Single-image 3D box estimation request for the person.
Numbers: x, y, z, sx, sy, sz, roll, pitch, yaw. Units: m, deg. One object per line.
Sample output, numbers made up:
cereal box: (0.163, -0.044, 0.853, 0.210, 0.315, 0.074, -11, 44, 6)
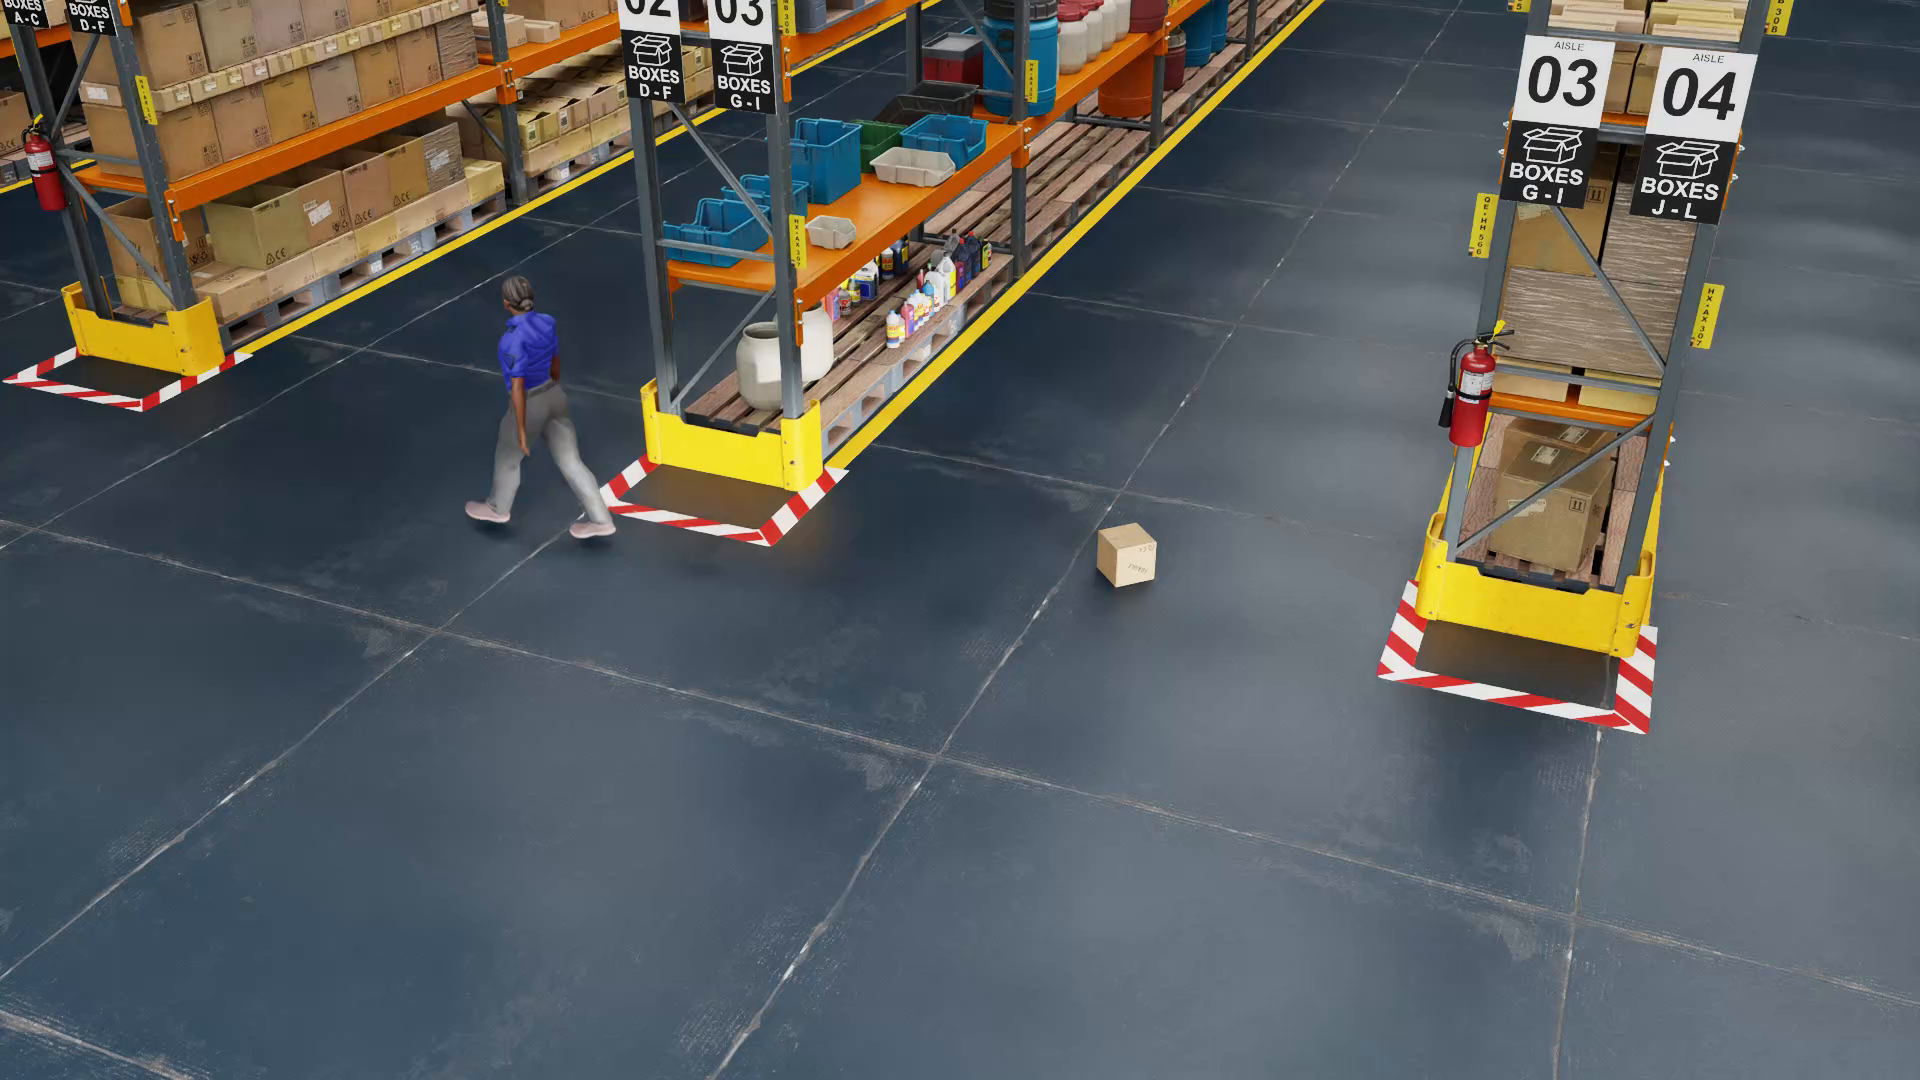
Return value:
person: (-2.537, -0.792, 9.765, 1.006, 1.592, 0.527, 16, 33, 26)
